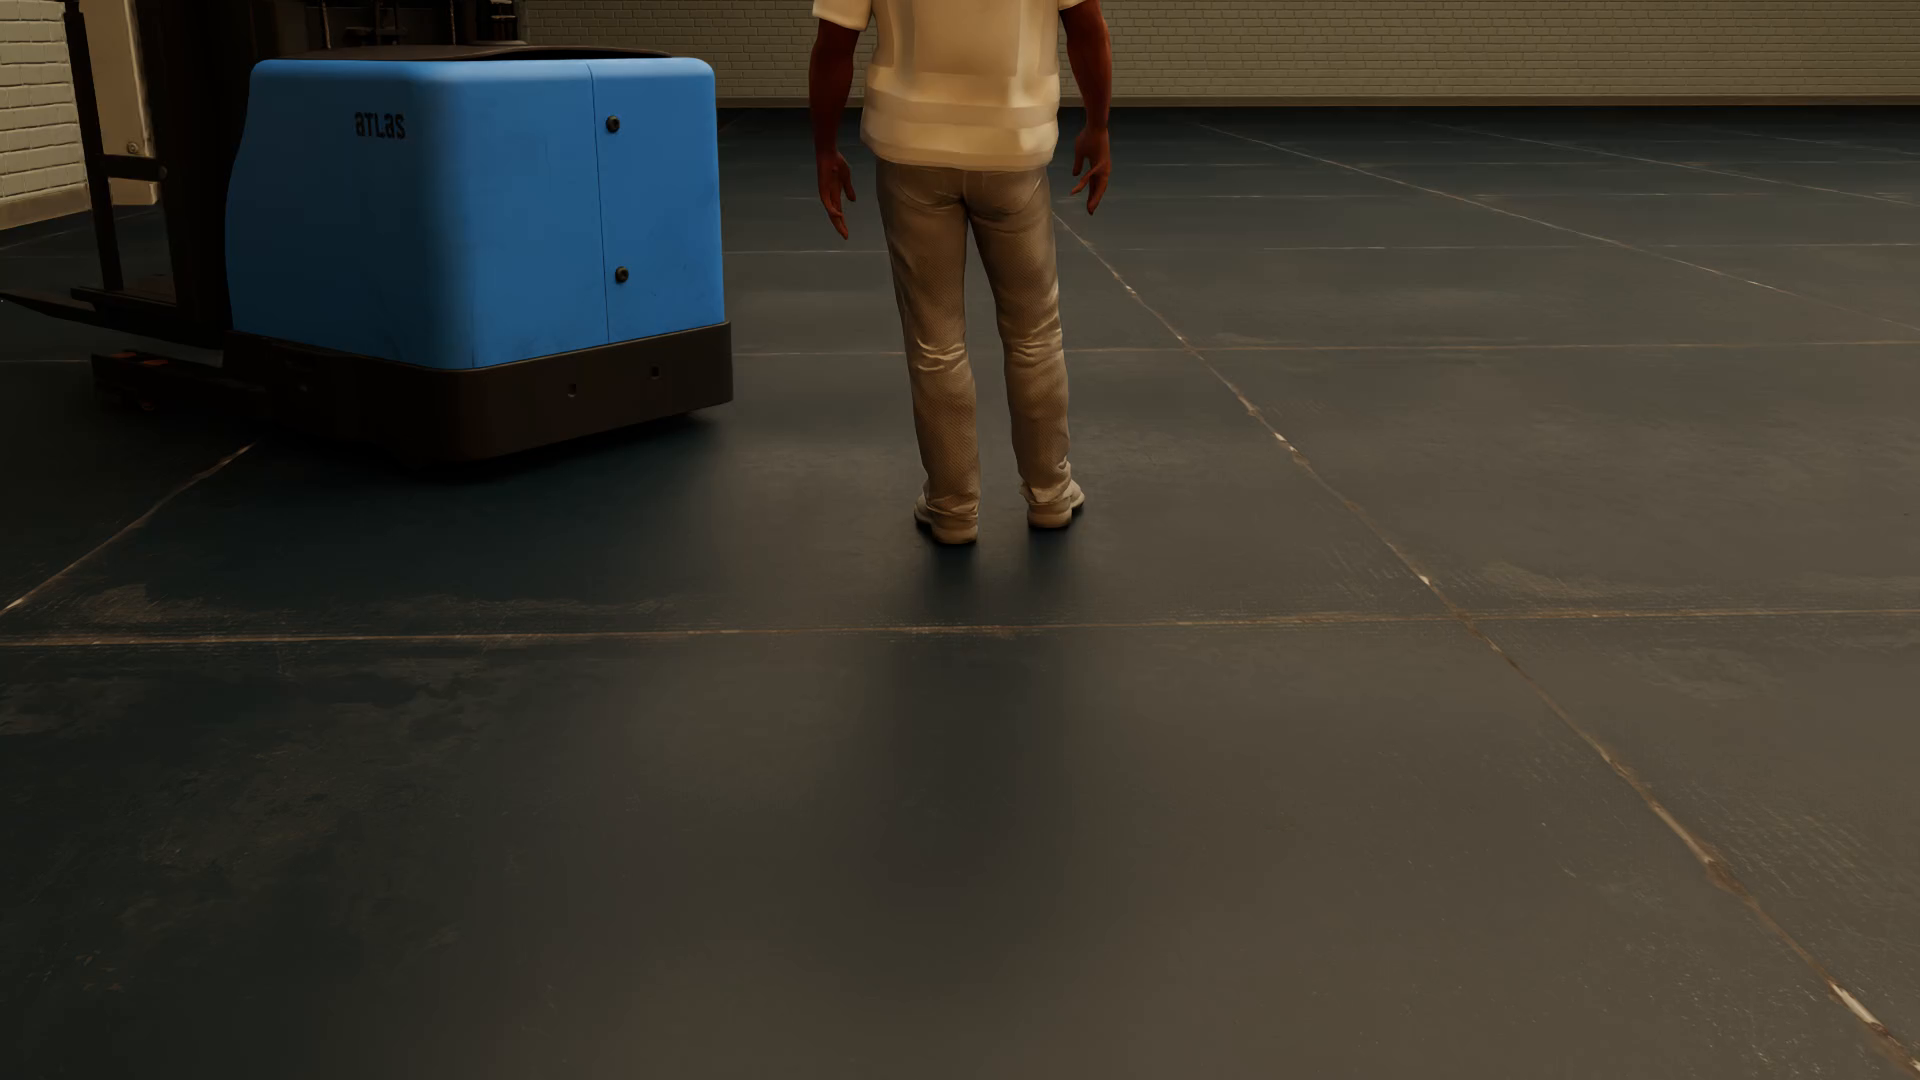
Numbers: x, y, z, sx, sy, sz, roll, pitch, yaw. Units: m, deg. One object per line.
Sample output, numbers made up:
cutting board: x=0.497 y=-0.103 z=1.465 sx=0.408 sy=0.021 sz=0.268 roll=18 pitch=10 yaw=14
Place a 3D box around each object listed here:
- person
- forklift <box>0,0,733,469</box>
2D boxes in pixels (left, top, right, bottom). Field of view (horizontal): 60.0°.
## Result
person: x=0.003 y=-0.872 z=3.724 sx=0.665 sy=1.765 sz=0.577 roll=-1 pitch=17 yaw=-3
forklift: x=-2.170 y=-1.916 z=5.171 sx=3.031 sy=2.935 sz=1.130 roll=13 pitch=21 yaw=36
